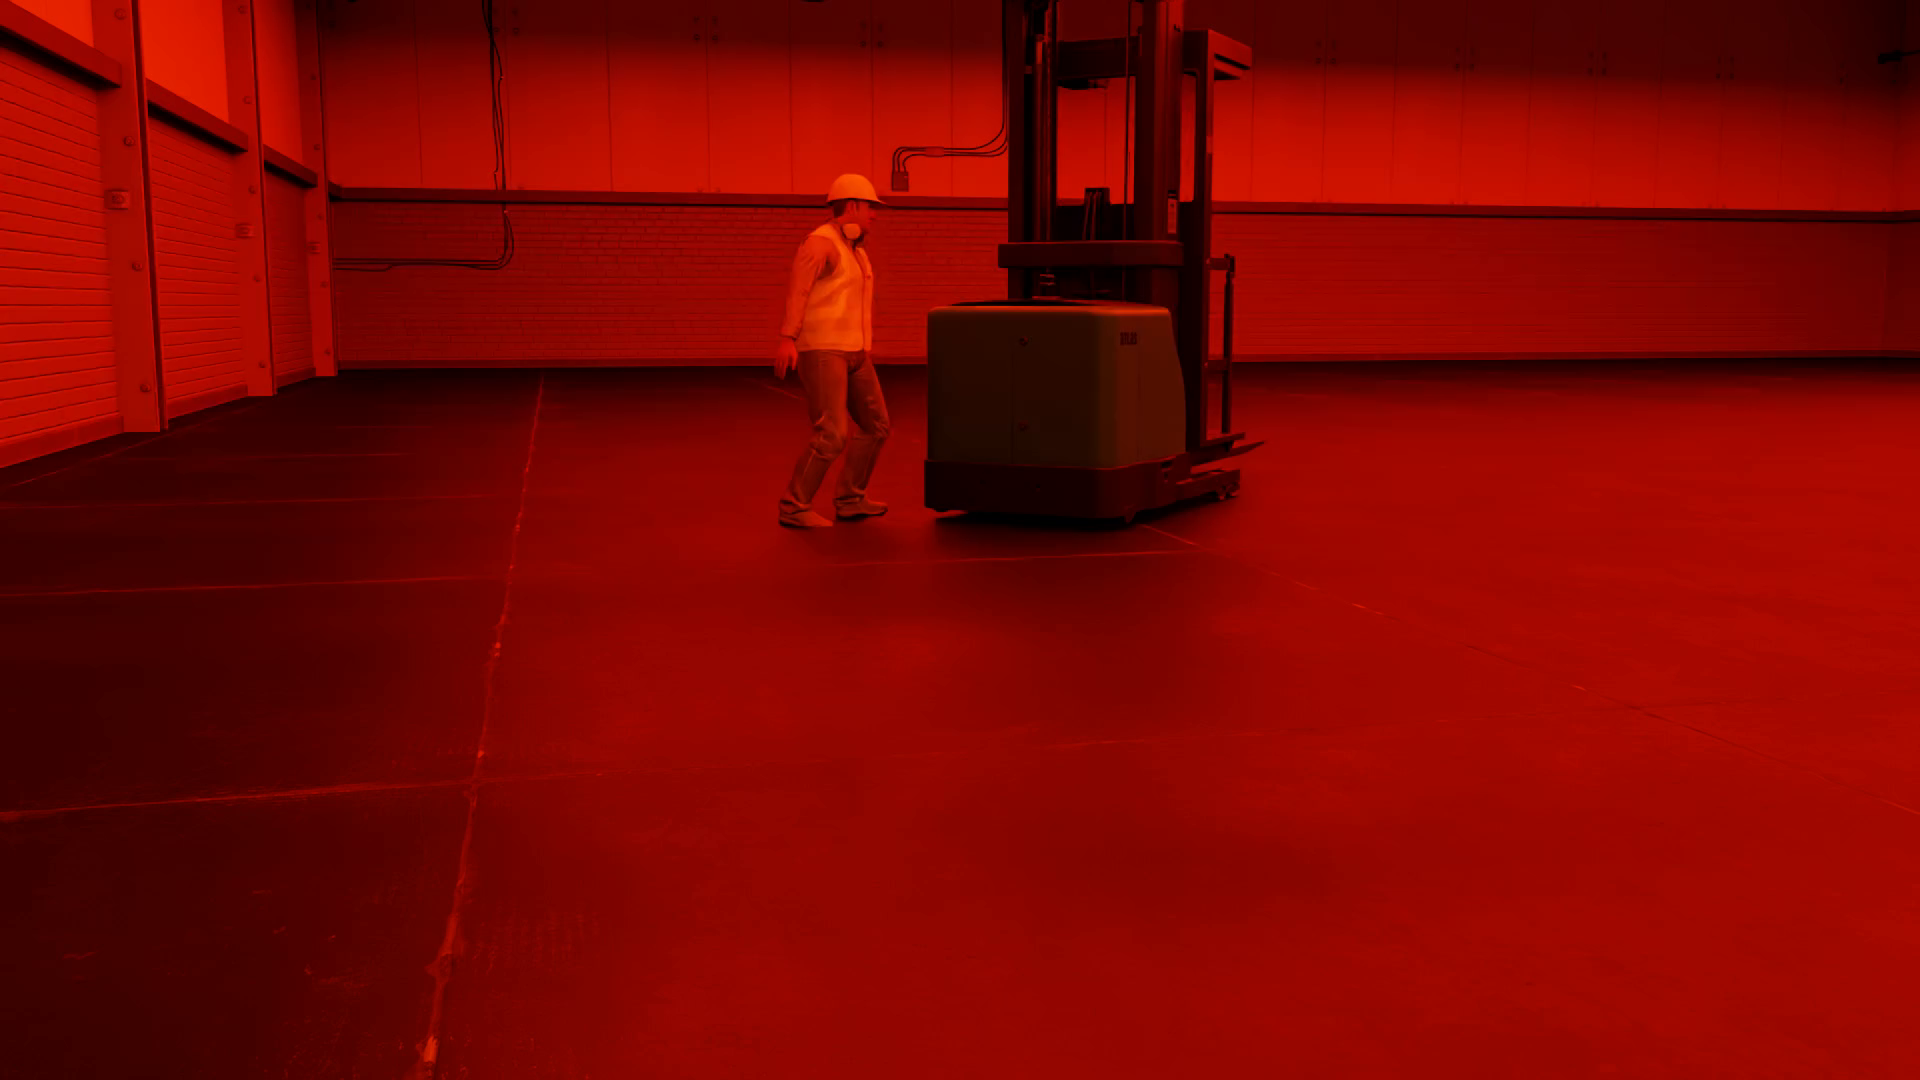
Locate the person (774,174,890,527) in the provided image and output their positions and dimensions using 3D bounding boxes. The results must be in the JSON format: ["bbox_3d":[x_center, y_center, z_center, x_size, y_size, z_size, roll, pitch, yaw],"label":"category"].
[{"bbox_3d":[-0.629,-0.927,8.236,0.469,1.745,0.870,3,9,23],"label":"person"}]

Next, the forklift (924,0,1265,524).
[{"bbox_3d":[0.945,-1.696,9.250,1.130,2.935,3.031,4,9,27],"label":"forklift"}]
